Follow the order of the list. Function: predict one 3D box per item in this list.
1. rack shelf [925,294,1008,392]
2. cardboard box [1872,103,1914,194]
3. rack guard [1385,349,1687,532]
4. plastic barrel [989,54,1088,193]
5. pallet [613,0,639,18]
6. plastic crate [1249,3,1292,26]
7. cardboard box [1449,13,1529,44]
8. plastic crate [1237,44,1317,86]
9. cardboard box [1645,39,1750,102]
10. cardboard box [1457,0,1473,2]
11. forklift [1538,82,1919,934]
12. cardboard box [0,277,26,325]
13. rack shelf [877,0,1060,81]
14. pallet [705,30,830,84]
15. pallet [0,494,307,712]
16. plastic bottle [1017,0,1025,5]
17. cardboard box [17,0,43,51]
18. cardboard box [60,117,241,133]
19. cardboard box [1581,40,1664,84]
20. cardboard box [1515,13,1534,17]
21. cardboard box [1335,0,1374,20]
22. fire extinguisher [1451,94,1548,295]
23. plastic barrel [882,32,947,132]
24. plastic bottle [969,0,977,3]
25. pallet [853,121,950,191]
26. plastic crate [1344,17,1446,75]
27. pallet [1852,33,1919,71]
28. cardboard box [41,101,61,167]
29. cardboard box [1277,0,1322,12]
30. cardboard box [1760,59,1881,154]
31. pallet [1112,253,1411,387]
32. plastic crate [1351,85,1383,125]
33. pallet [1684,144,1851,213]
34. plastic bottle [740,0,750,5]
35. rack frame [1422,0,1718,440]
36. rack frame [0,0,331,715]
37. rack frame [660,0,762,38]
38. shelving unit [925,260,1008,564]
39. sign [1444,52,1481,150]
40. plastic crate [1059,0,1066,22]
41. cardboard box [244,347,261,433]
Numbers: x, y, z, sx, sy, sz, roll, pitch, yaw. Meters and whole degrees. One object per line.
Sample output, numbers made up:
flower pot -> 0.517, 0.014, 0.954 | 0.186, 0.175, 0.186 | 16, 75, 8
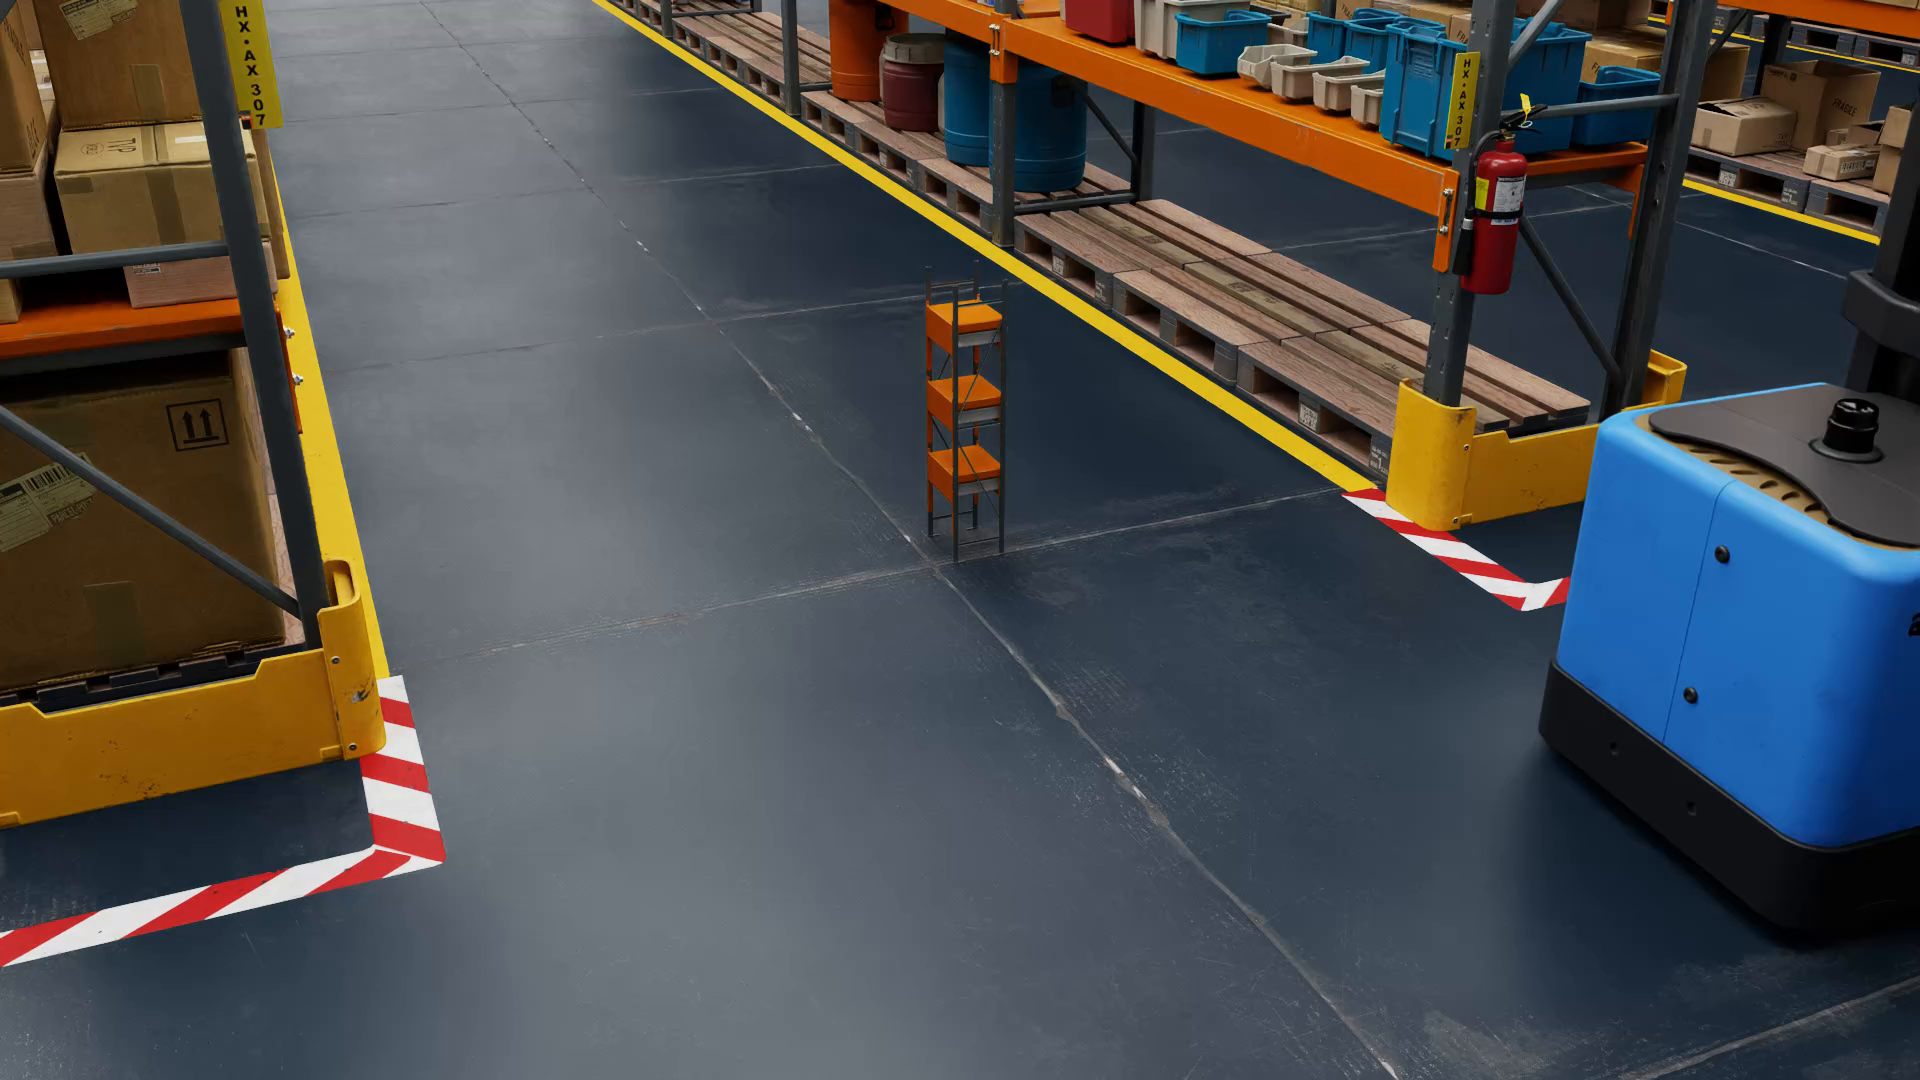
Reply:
rack shelf -> 0.021, -0.696, 5.856 | 0.215, 0.259, 0.240 | -11, 28, -21
cardboard box -> 5.972, -2.330, 9.946 | 0.797, 0.503, 0.637 | -11, 28, -21
rack guard -> 2.260, -0.416, 6.533 | 1.175, 0.500, 0.348 | -11, 28, -21
plastic barrel -> 0.475, -2.630, 10.131 | 0.600, 0.901, 0.708 | -11, 28, -21
pallet -> -3.167, -5.910, 18.114 | 1.003, 0.211, 1.213 | -11, 28, -21
plastic crate -> 1.358, -2.659, 8.523 | 0.437, 0.125, 0.590 | -11, 28, -21
cardboard box -> 4.192, -3.844, 13.052 | 0.500, 0.500, 0.500 | -12, 28, -22
plastic crate -> 1.388, -2.098, 7.359 | 0.298, 0.136, 0.250 | -11, 28, -21
cardboard box -> 5.267, -3.323, 11.984 | 0.500, 0.500, 0.500 | -12, 28, -23
cardboard box -> 4.273, -4.678, 13.906 | 0.500, 0.250, 0.500 | -9, 28, -19
forklift -> 3.286, -0.713, 4.370 | 3.031, 2.935, 1.130 | -9, 27, -18
cardboard box -> -2.761, -0.670, 4.490 | 0.380, 0.149, 0.250 | -10, 28, -20
rack shelf -> -0.111, -3.646, 11.118 | 1.077, 0.370, 4.000 | -11, 28, -21
pallet -> -1.636, -4.335, 14.887 | 1.003, 0.211, 1.213 | -11, 28, -21
pallet -> -2.703, 0.248, 5.502 | 1.003, 0.211, 1.213 | -11, 28, -21
plastic bottle -> 0.328, -3.205, 9.622 | 0.097, 0.201, 0.097 | 0, 26, 0
cardboard box -> -3.539, -2.067, 6.042 | 0.500, 0.500, 0.500 | -11, 28, -22
cardboard box -> -2.468, -1.211, 5.143 | 0.500, 0.250, 0.500 | -11, 28, -21
cardboard box -> 4.775, -3.236, 11.806 | 0.500, 0.500, 0.500 | -11, 28, -21
cardboard box -> 4.661, -3.944, 13.256 | 0.500, 0.500, 0.500 | -12, 28, -23
cardboard box -> 3.581, -4.468, 14.329 | 0.500, 0.500, 0.500 | -9, 28, -18
fire extinguisher -> 1.880, -1.206, 5.814 | 0.296, 0.674, 0.183 | -11, 28, -21
plastic barrel -> -0.244, -3.231, 11.719 | 0.600, 0.588, 0.708 | -11, 28, -21
plastic bottle -> 0.088, -3.298, 9.720 | 0.061, 0.283, 0.133 | -11, 28, -21
pallet -> -0.073, -2.721, 11.582 | 1.003, 0.211, 1.213 | -11, 28, -21
plastic crate -> 1.930, -2.186, 7.432 | 0.416, 0.233, 0.300 | -11, 28, -21
pallet -> 8.935, -4.403, 15.027 | 1.003, 0.211, 1.213 | -11, 28, -21
cardboard box -> -2.950, -1.117, 4.951 | 0.500, 0.250, 0.500 | -11, 28, -21
cardboard box -> 3.234, -5.000, 15.089 | 0.500, 0.311, 0.500 | -10, 28, -19
cardboard box -> 5.716, -2.904, 11.127 | 0.500, 0.500, 0.500 | -11, 28, -21
pallet -> 1.478, -1.125, 8.314 | 1.003, 0.211, 1.213 | -11, 28, -21
plastic crate -> 1.753, -1.753, 6.655 | 0.396, 0.136, 0.243 | -11, 28, -21
pallet -> 5.500, -2.481, 11.090 | 1.003, 0.211, 1.213 | -11, 28, -21
plastic bottle -> -2.182, -5.567, 16.841 | 0.097, 0.271, 0.097 | 0, 26, 0
rack frame -> 2.239, -1.547, 5.999 | 1.000, 3.000, 0.127 | -11, 28, -21
rack frame -> -2.318, -0.696, 4.256 | 1.000, 3.000, 0.127 | -11, 28, -21
rack frame -> -2.460, -6.391, 15.921 | 1.000, 3.000, 0.127 | -11, 28, -21
shelving unit -> 0.021, -0.450, 5.975 | 0.215, 1.050, 0.252 | -11, 28, -21
sign -> 1.739, -1.519, 5.757 | 0.100, 0.325, 0.005 | -11, 28, -21
plastic crate -> 0.723, -2.858, 8.916 | 0.396, 0.136, 0.243 | -11, 28, -21
cardboard box -> -3.348, -0.901, 6.620 | 0.875, 0.875, 0.875 | -11, 28, -21
